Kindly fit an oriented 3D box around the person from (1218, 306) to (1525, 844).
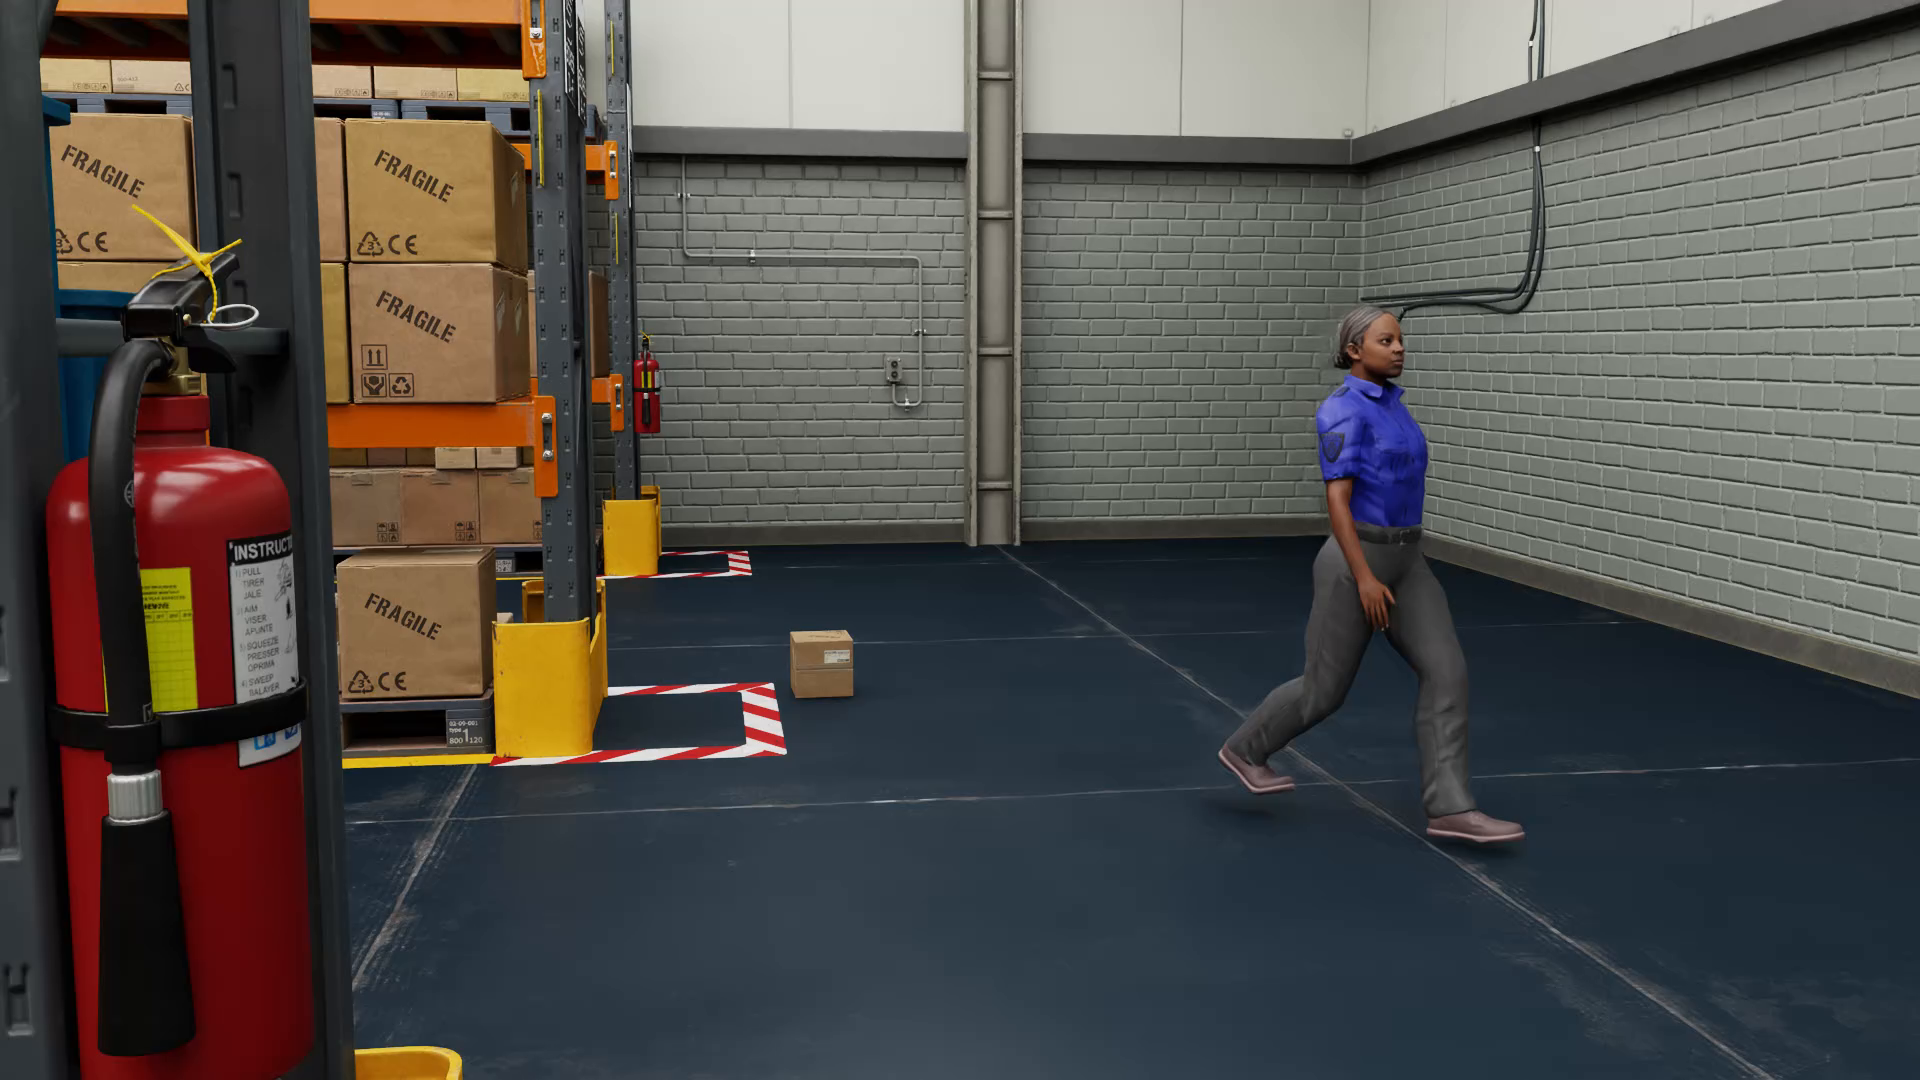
[{"bbox_3d":[1.258,0.089,5.096,0.472,1.603,0.977,-6,9,-43],"label":"person"}]
